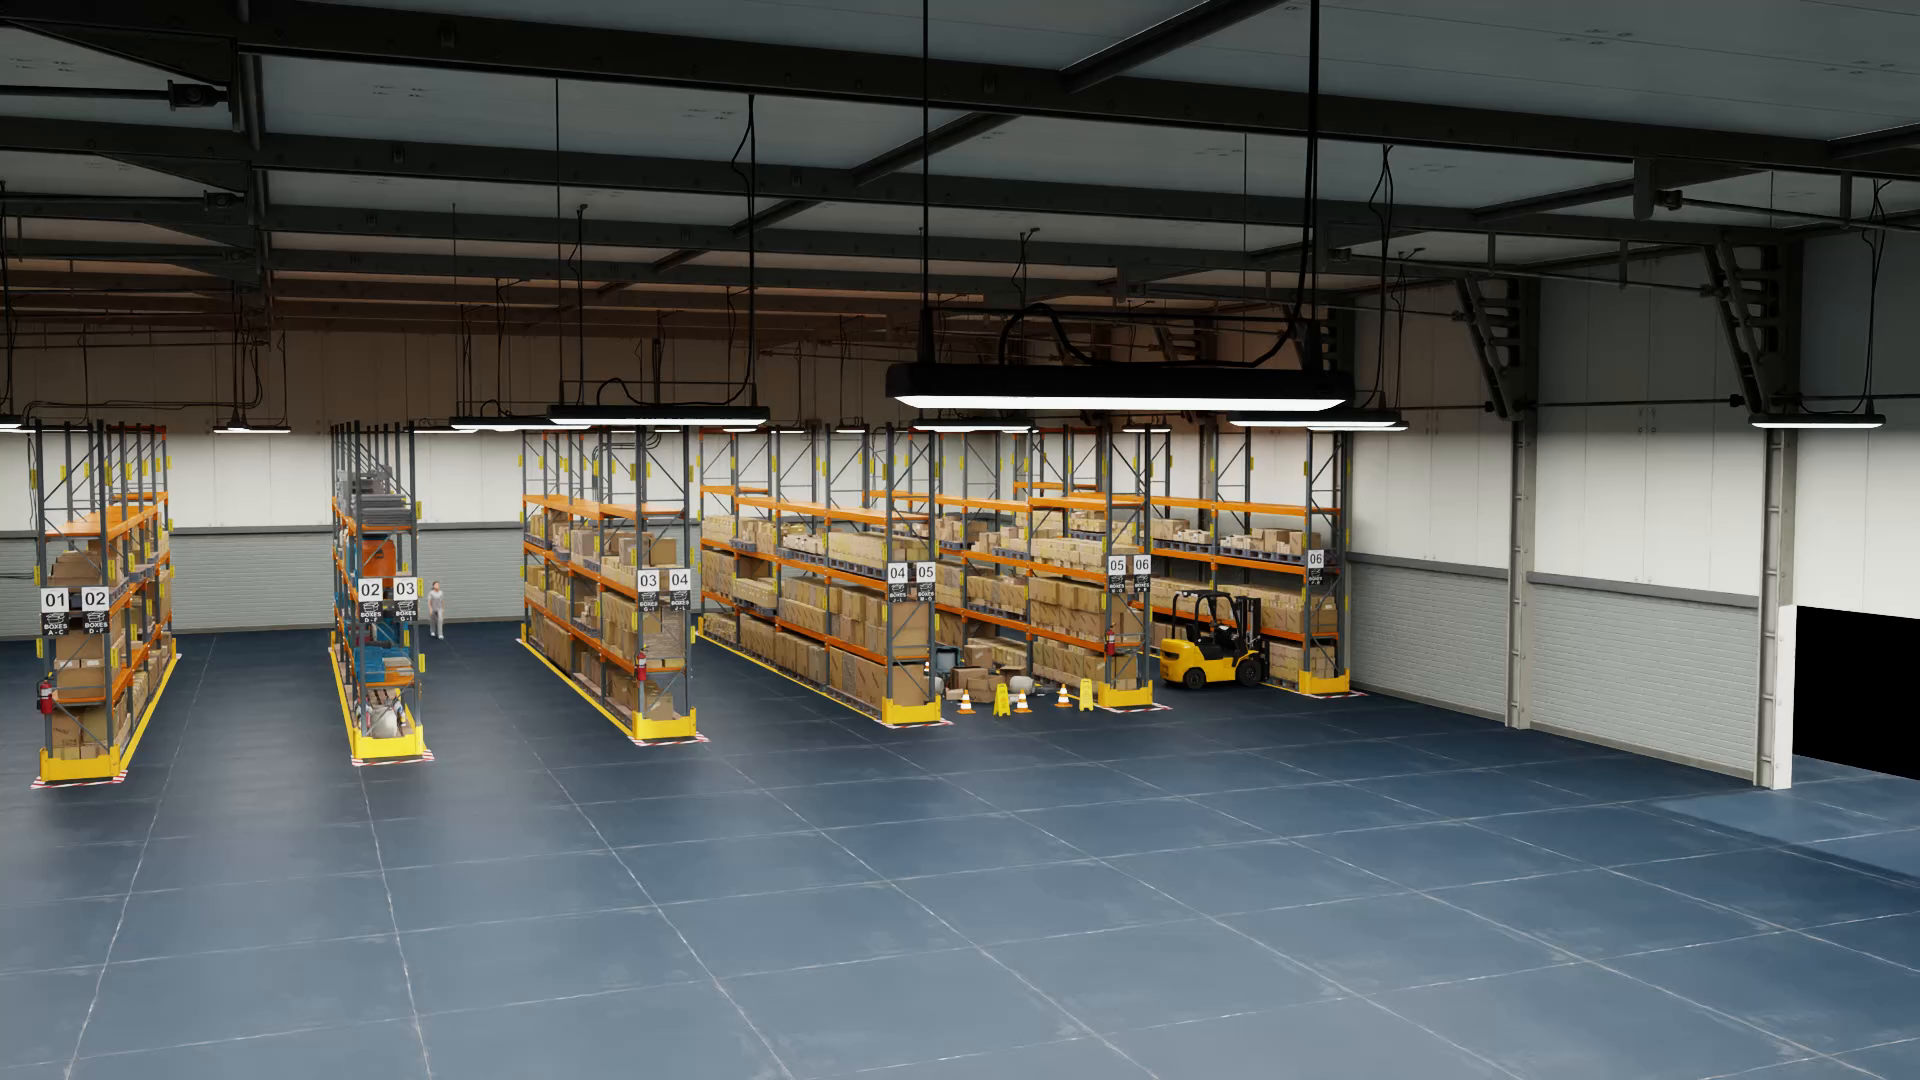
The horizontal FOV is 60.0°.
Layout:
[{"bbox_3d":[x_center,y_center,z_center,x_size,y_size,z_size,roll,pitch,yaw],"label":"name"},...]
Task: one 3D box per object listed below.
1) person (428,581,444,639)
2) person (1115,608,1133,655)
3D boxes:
[{"bbox_3d":[-14.823,1.970,46.991,0.435,1.612,1.082,-2,4,-25],"label":"person"},{"bbox_3d":[3.926,2.411,39.734,0.571,1.665,0.769,-2,4,-26],"label":"person"}]
